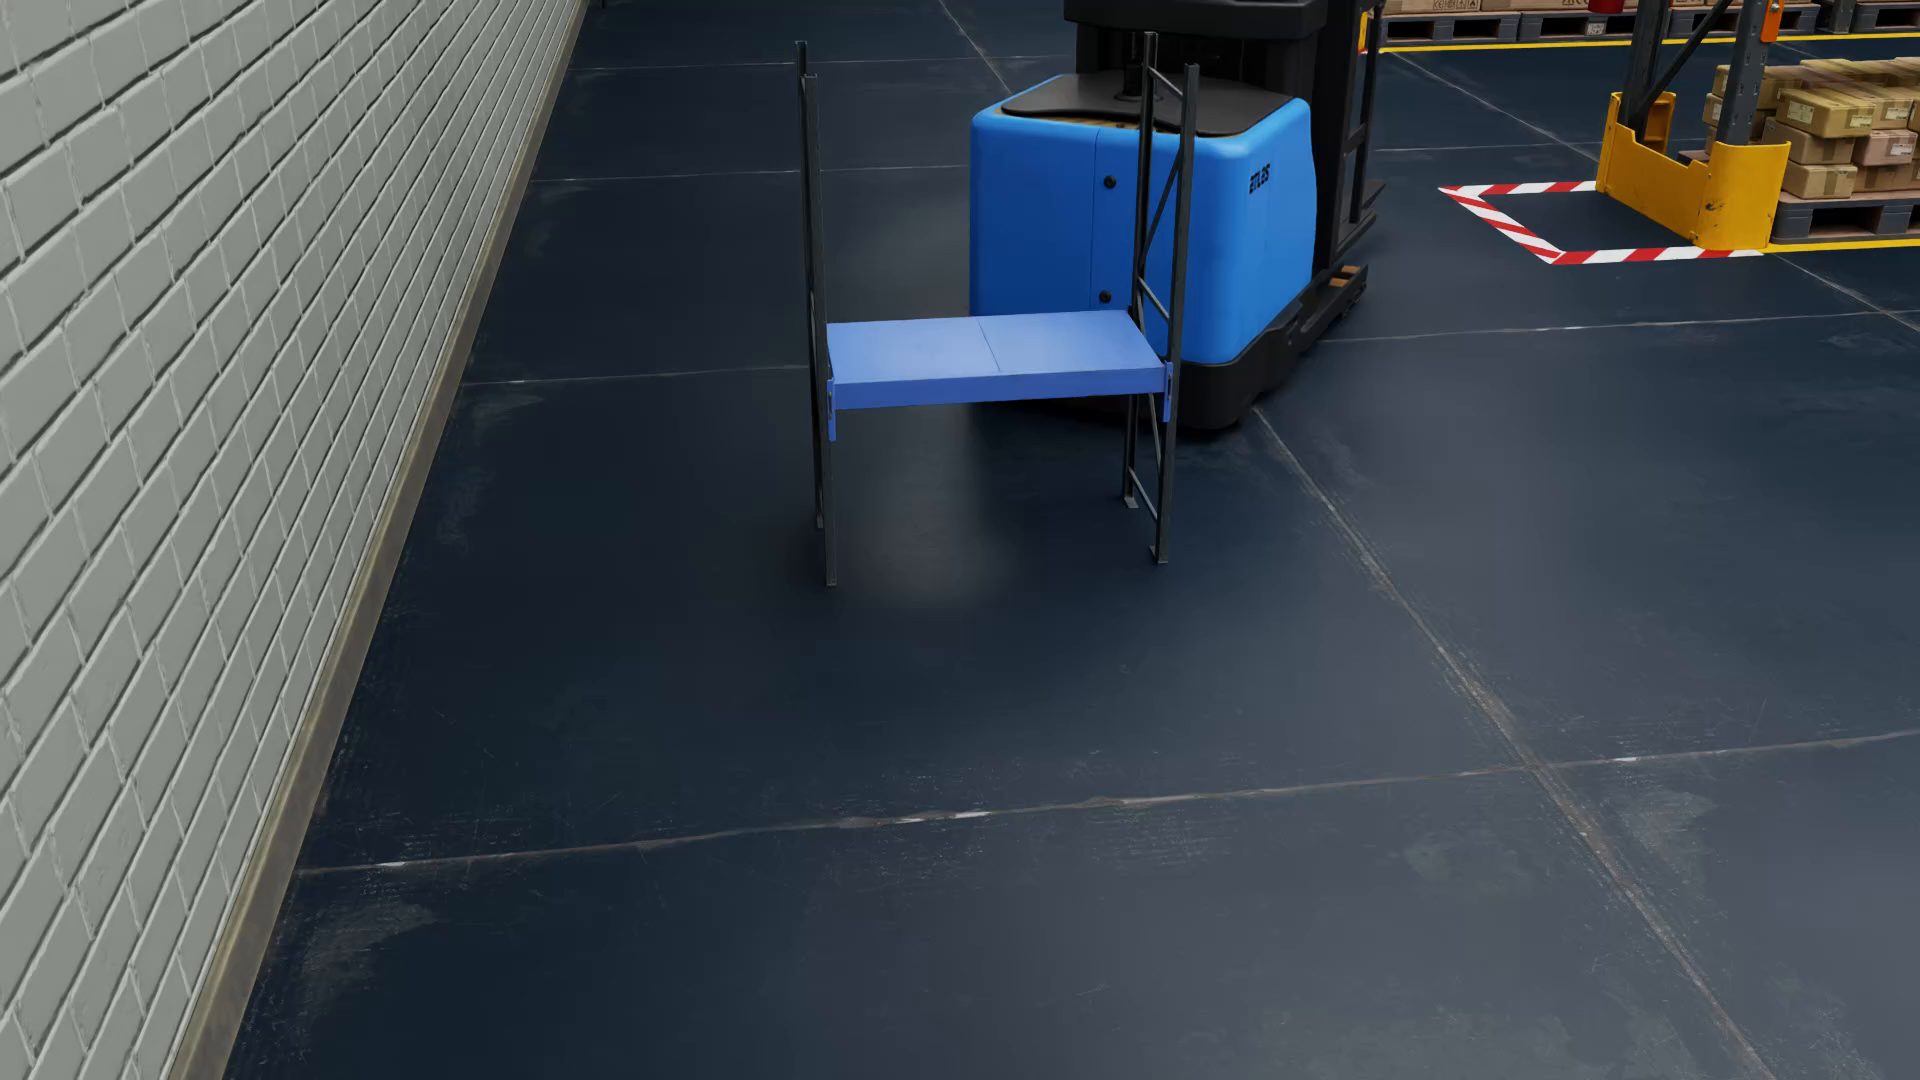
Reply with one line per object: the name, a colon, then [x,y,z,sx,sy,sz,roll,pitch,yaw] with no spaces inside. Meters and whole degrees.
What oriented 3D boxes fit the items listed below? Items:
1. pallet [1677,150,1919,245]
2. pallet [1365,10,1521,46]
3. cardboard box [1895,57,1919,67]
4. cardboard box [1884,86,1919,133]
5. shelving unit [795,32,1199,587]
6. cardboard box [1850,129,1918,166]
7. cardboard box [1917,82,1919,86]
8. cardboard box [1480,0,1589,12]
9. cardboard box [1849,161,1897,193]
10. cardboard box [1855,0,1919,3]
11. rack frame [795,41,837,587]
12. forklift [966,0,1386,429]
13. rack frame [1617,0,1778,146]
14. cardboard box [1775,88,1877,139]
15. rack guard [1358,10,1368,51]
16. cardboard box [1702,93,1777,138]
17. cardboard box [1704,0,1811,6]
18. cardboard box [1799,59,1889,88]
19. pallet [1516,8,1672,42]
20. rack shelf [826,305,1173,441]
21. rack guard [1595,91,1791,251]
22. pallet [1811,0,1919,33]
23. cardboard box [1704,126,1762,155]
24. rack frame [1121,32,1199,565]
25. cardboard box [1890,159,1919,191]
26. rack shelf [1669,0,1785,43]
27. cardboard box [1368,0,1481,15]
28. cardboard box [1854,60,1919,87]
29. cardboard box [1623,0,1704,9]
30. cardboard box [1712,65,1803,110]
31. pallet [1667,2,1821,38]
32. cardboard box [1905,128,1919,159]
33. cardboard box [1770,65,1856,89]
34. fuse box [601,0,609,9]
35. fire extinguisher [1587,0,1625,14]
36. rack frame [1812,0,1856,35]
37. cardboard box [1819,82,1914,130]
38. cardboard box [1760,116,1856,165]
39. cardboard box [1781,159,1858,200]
pallet: [4.457,-1.780,8.488,1.213,0.211,1.003,-4,27,-7]
pallet: [3.564,-4.057,12.925,1.213,0.211,1.003,-4,27,-7]
cardboard box: [5.081,-2.405,8.663,0.250,0.149,0.380,-3,27,-5]
cardboard box: [4.662,-2.073,8.015,0.250,0.149,0.380,-4,27,-7]
shelving unit: [0.084,-0.673,4.918,1.048,1.500,0.538,-4,27,-7]
cardboard box: [4.406,-1.940,8.082,0.250,0.149,0.380,-4,27,-7]
cardboard box: [4.896,-2.126,8.119,0.250,0.149,0.380,-5,28,-10]
cardboard box: [4.328,-4.407,12.900,0.875,0.438,0.875,-3,27,-6]
cardboard box: [4.384,-1.841,8.214,0.250,0.149,0.380,-4,27,-7]
cardboard box: [7.347,-4.783,13.153,0.875,0.875,0.875,-3,27,-6]
rack frame: [-0.419,-0.640,4.855,0.032,1.500,0.500,-4,27,-7]
forklift: [1.128,-2.337,6.594,1.130,2.935,3.031,13,30,23]
rack frame: [3.573,-2.980,7.772,0.127,3.000,1.000,-4,27,-7]
cardboard box: [4.139,-2.043,7.957,0.250,0.149,0.380,-5,28,-9]
rack guard: [2.759,-4.098,12.688,0.348,0.500,1.175,-4,27,-7]
cardboard box: [4.055,-2.193,8.576,0.250,0.149,0.380,-4,27,-8]
cardboard box: [6.107,-4.521,13.122,0.875,0.438,0.875,-4,27,-8]
cardboard box: [4.557,-2.375,8.605,0.250,0.149,0.380,-4,27,-8]
pallet: [4.769,-4.133,13.074,1.213,0.211,1.003,-4,27,-7]
rack shelf: [0.084,-0.513,5.000,1.000,0.185,0.538,-4,27,-7]
rack guard: [3.648,-1.873,8.352,0.348,0.500,1.175,-4,27,-7]
pallet: [7.497,-4.308,13.415,1.213,0.211,1.003,-4,27,-7]
cardboard box: [4.065,-2.026,8.576,0.250,0.149,0.380,-3,27,-6]
rack frame: [0.588,-0.705,4.981,0.032,1.500,0.500,-4,27,-7]
cardboard box: [4.629,-1.860,8.251,0.250,0.149,0.380,-3,27,-7]
rack shelf: [5.553,-2.787,8.184,4.000,0.370,1.077,-4,27,-7]
cardboard box: [3.422,-4.345,12.780,0.875,0.438,0.875,-5,28,-9]
cardboard box: [4.822,-2.363,8.581,0.250,0.149,0.380,-5,28,-9]
cardboard box: [5.221,-4.464,13.011,0.875,0.438,0.875,-4,27,-9]
cardboard box: [4.062,-2.311,8.480,0.250,0.149,0.380,-3,27,-7]
pallet: [5.980,-4.212,13.228,1.213,0.211,1.003,-4,27,-7]
cardboard box: [4.636,-1.996,8.190,0.250,0.149,0.380,-3,27,-6]
cardboard box: [4.318,-2.301,8.461,0.250,0.149,0.380,-3,27,-6]
fuse box: [-2.946,-5.228,13.564,0.414,1.711,0.539,-4,27,-7]
fire extinguisher: [3.259,-2.972,8.250,0.183,0.674,0.296,-4,27,-7]
rack frame: [6.744,-5.466,12.616,0.127,3.000,1.000,-4,27,-7]
cardboard box: [4.395,-2.115,8.097,0.250,0.149,0.380,-3,27,-6]
cardboard box: [4.127,-1.948,8.098,0.250,0.149,0.380,-3,27,-5]
cardboard box: [4.136,-1.787,8.110,0.250,0.149,0.380,-3,27,-6]
